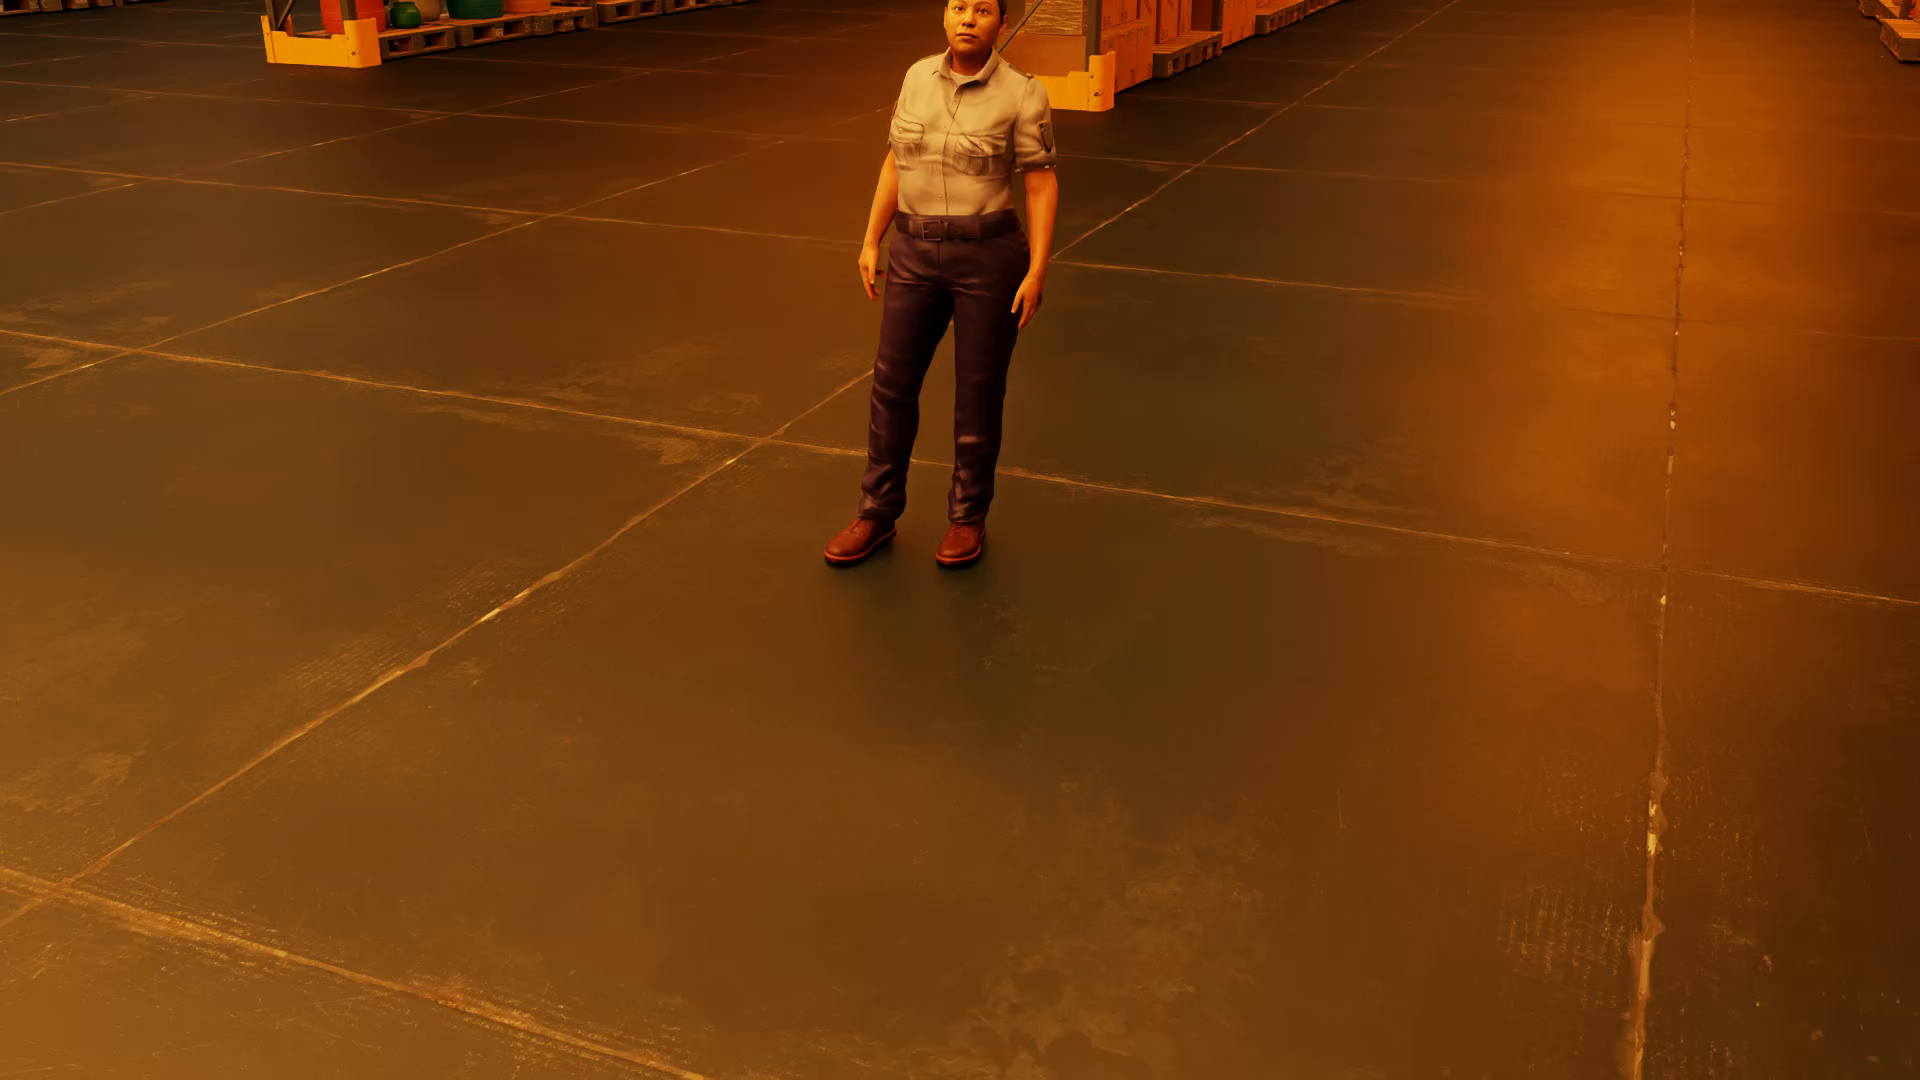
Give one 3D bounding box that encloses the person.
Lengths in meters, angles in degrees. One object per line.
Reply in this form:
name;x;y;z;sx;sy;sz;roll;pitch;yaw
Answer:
person;-0.055;-0.739;4.704;0.598;1.651;0.503;9;24;21
